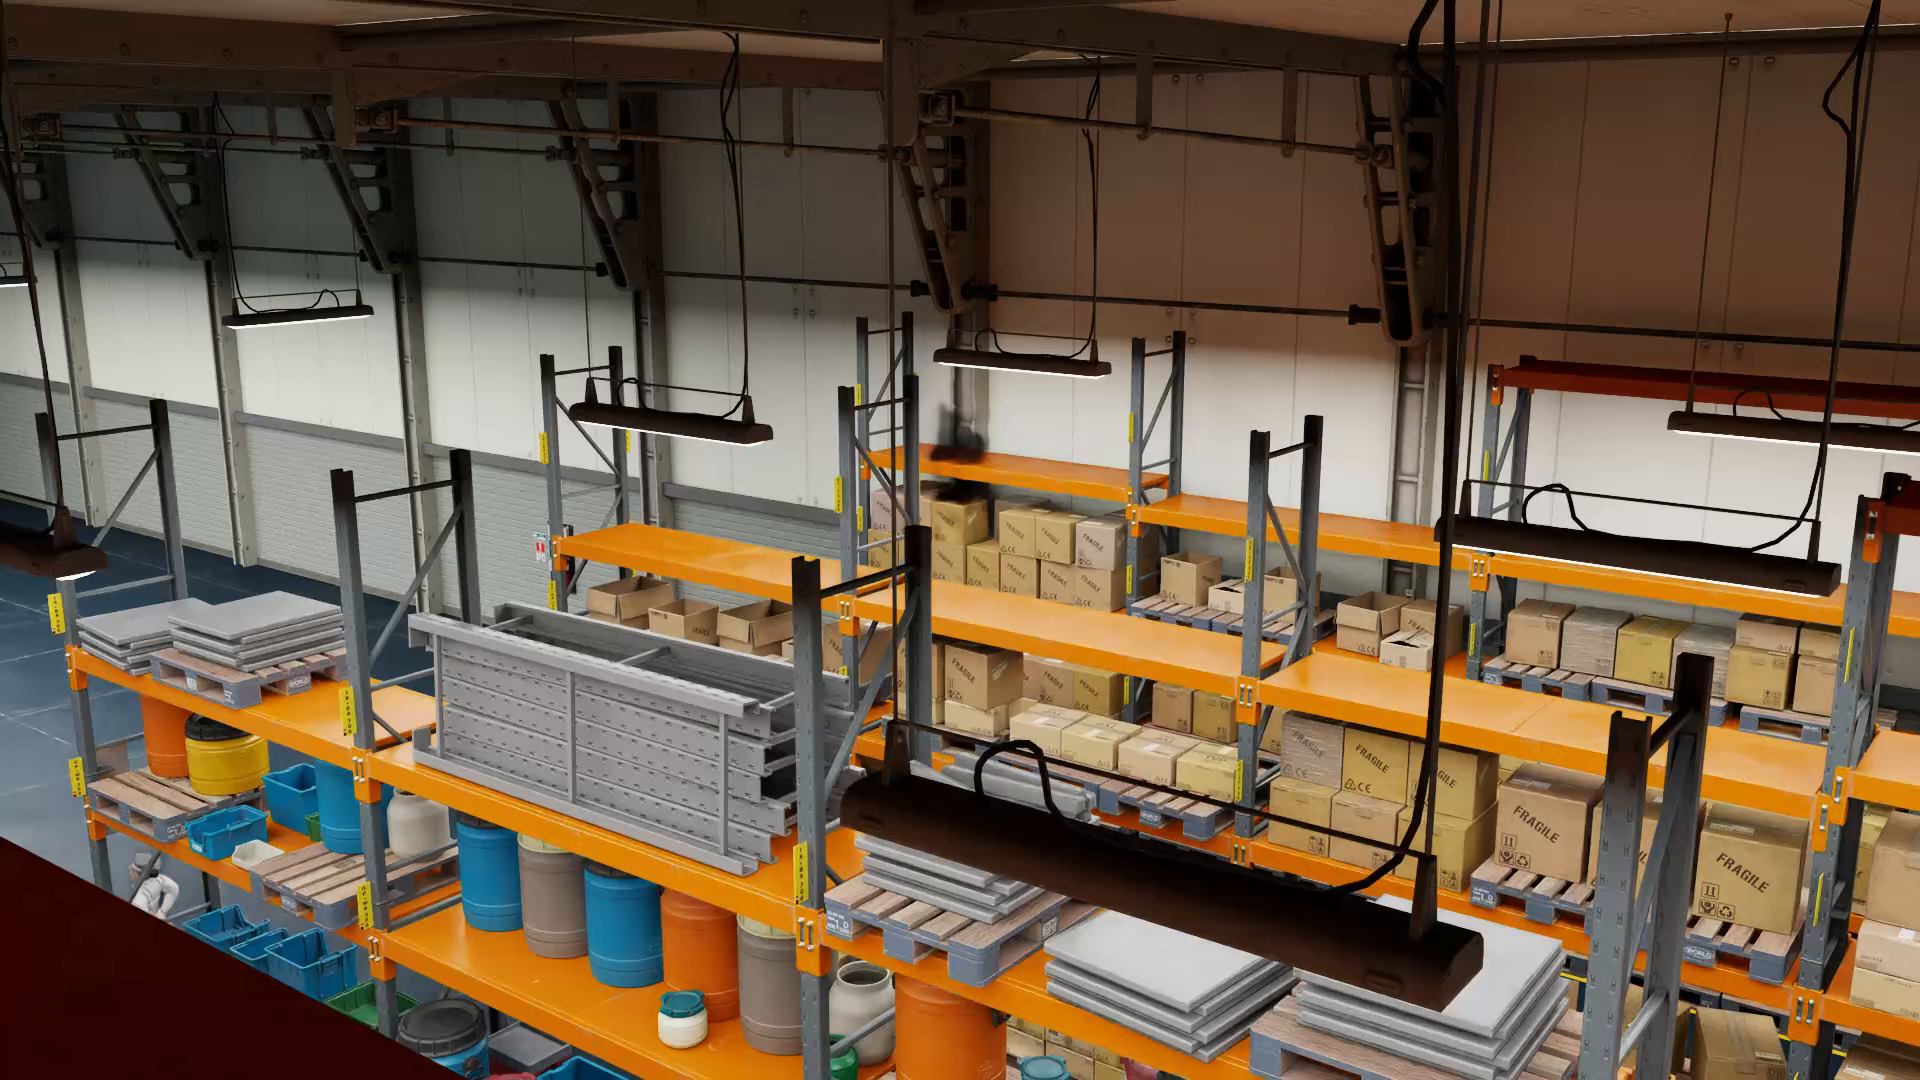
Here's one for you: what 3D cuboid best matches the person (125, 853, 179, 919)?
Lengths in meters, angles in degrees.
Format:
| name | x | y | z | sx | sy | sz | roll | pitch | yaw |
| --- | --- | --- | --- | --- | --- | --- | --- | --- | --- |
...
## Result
| name | x | y | z | sx | sy | sz | roll | pitch | yaw |
| --- | --- | --- | --- | --- | --- | --- | --- | --- | --- |
| person | -7.636 | 3.712 | 15.597 | 0.779 | 1.685 | 0.646 | -2 | 13 | -9 |
